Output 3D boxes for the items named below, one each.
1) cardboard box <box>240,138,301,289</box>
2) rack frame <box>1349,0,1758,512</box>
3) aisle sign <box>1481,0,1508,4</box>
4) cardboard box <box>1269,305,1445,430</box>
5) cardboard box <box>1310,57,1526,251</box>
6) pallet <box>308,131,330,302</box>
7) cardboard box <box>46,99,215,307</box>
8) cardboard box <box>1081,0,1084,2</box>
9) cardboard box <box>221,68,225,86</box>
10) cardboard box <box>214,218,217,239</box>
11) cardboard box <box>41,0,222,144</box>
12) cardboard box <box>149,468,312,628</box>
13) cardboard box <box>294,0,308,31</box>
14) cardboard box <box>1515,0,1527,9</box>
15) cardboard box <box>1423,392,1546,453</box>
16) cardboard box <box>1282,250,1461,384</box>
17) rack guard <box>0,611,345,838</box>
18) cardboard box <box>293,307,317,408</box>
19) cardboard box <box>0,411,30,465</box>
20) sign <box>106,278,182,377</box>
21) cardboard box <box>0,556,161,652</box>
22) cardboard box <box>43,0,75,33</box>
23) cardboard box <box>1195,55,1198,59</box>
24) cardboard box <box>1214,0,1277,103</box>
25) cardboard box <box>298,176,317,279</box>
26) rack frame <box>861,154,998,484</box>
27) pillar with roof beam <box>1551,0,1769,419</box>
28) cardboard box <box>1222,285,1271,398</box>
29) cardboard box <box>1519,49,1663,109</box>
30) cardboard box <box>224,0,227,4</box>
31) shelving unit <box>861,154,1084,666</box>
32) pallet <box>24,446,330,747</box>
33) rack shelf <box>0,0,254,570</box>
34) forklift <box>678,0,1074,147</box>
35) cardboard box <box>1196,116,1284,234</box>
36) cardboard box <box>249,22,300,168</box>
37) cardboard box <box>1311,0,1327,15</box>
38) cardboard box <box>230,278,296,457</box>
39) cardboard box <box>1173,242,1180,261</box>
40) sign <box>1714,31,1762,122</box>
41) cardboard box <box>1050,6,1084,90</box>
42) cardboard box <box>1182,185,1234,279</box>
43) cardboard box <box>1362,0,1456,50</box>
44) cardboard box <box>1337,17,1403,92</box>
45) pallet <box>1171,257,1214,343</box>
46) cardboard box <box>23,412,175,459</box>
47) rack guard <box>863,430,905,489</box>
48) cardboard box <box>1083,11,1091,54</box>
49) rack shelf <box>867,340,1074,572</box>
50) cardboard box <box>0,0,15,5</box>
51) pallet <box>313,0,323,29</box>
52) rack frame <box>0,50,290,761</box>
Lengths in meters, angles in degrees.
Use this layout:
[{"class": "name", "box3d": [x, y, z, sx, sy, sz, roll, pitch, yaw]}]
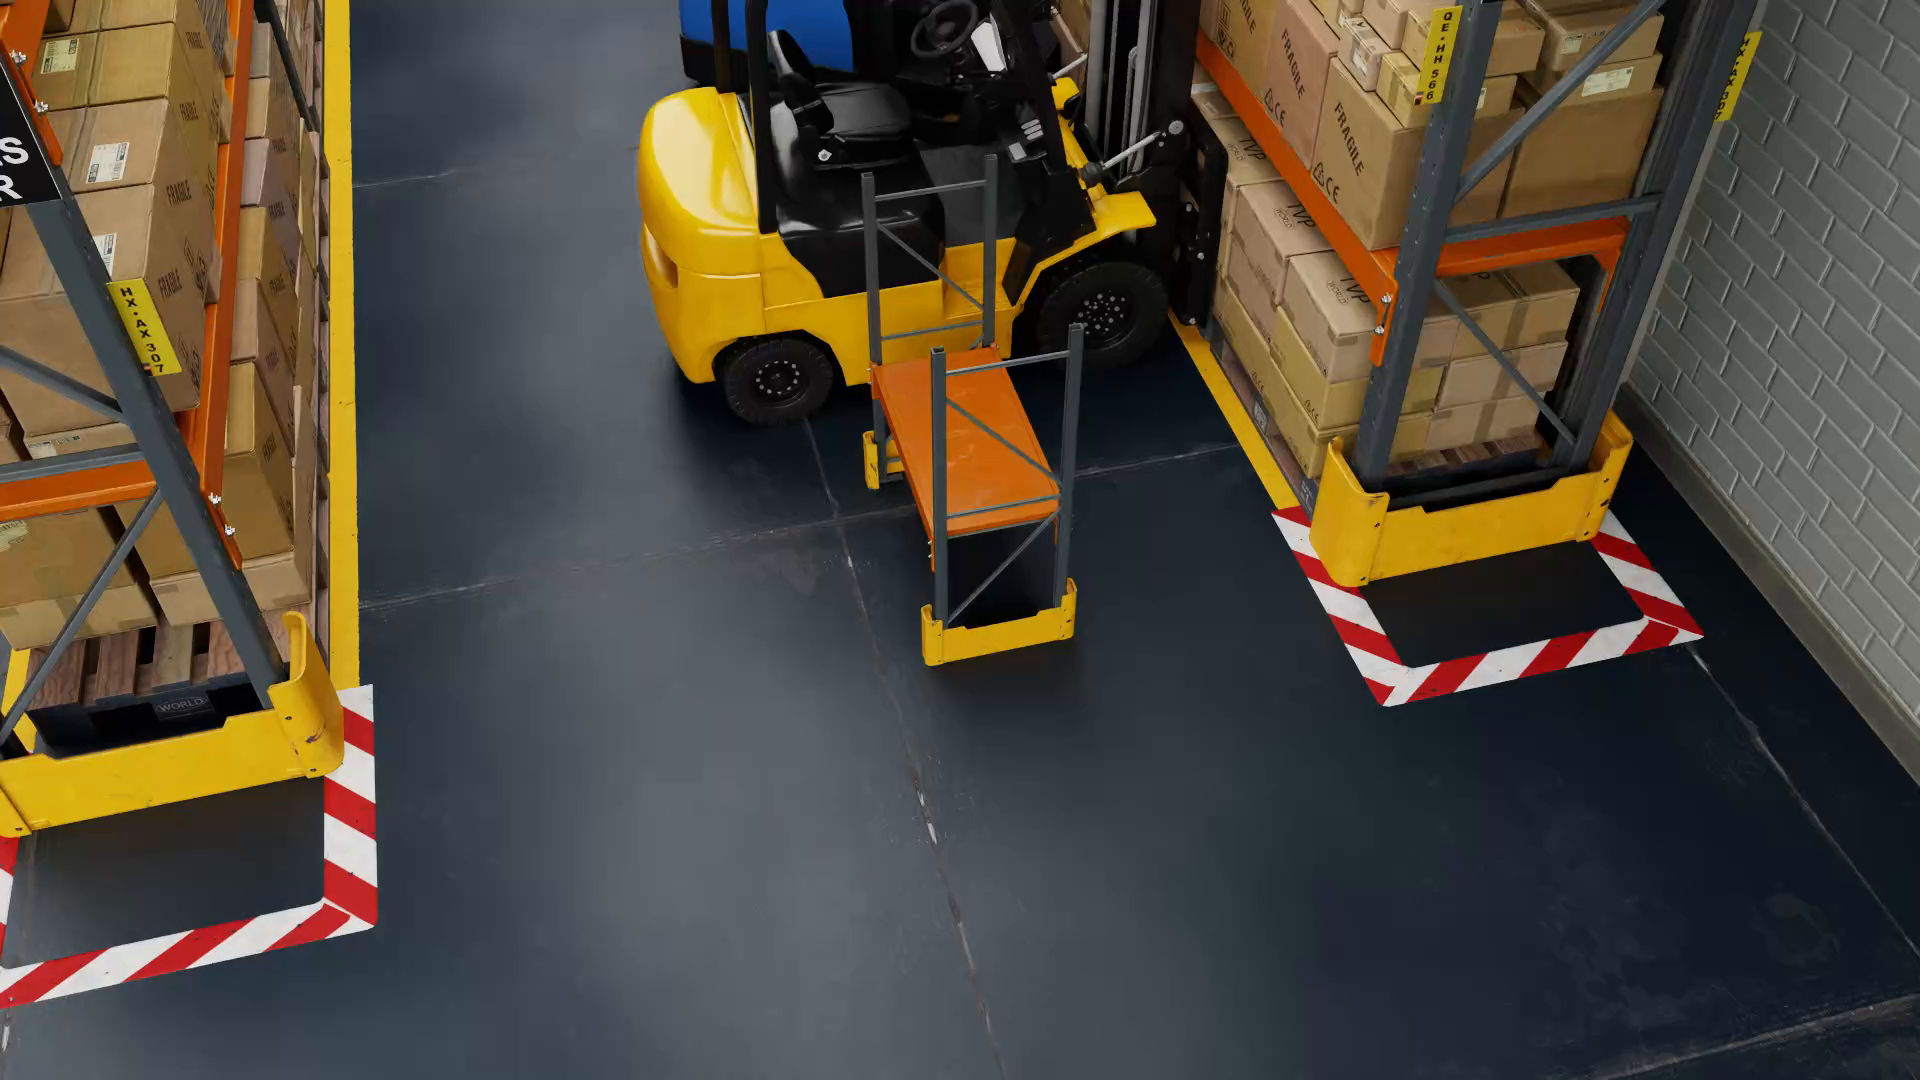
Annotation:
[{"class": "cardboard box", "box3d": [-3.141, -1.331, 7.060, 0.500, 0.500, 0.500, -8, 46, -8]}, {"class": "rack frame", "box3d": [2.006, -1.094, 5.722, 1.000, 3.000, 0.127, -11, 47, -10]}, {"class": "aisle sign", "box3d": [1.739, -1.905, 4.697, 0.394, 0.787, 0.004, -11, 47, -10]}, {"class": "cardboard box", "box3d": [1.579, -0.733, 6.649, 0.500, 0.250, 0.500, -11, 47, -11]}, {"class": "cardboard box", "box3d": [1.626, -1.421, 5.972, 0.500, 0.500, 0.500, -12, 47, -11]}, {"class": "pallet", "box3d": [-3.609, -1.513, 8.085, 1.003, 0.211, 1.213, -11, 47, -10]}, {"class": "cardboard box", "box3d": [-2.780, -1.058, 5.408, 0.500, 0.500, 0.500, -9, 46, -9]}, {"class": "cardboard box", "box3d": [0.803, -2.999, 8.520, 0.500, 0.250, 0.500, -11, 47, -11]}, {"class": "cardboard box", "box3d": [-3.138, -1.809, 6.598, 0.380, 0.149, 0.250, -11, 47, -11]}, {"class": "cardboard box", "box3d": [-2.865, -1.094, 5.898, 0.380, 0.149, 0.250, -10, 46, -9]}, {"class": "cardboard box", "box3d": [-3.050, -1.759, 6.096, 0.500, 0.500, 0.500, -12, 47, -11]}, {"class": "cardboard box", "box3d": [-2.730, 0.024, 6.258, 0.500, 0.250, 0.500, -11, 47, -11]}, {"class": "cardboard box", "box3d": [-4.139, -3.030, 9.166, 0.950, 0.372, 0.625, -8, 46, -8]}, {"class": "cardboard box", "box3d": [2.119, -1.926, 5.805, 0.380, 0.149, 0.250, -9, 46, -9]}, {"class": "cardboard box", "box3d": [2.070, -0.654, 6.922, 0.500, 0.250, 0.500, -11, 47, -10]}, {"class": "cardboard box", "box3d": [1.587, -0.890, 6.453, 0.500, 0.250, 0.500, -9, 46, -9]}, {"class": "rack guard", "box3d": [-2.811, 0.638, 5.774, 1.175, 0.500, 0.348, -11, 47, -10]}, {"class": "cardboard box", "box3d": [-3.006, -0.704, 6.971, 0.500, 0.250, 0.500, -8, 46, -8]}, {"class": "cardboard box", "box3d": [-3.094, -0.315, 5.135, 0.380, 0.149, 0.250, -9, 46, -9]}, {"class": "sign", "box3d": [-2.267, -0.587, 4.618, 0.100, 0.325, 0.005, -11, 47, -10]}, {"class": "cardboard box", "box3d": [-3.264, 0.106, 6.177, 0.500, 0.250, 0.500, -11, 47, -11]}, {"class": "cardboard box", "box3d": [-3.479, -2.040, 5.671, 0.700, 0.500, 0.500, -11, 47, -11]}, {"class": "cardboard box", "box3d": [1.062, -2.303, 7.838, 0.500, 0.250, 0.500, -9, 46, -9]}, {"class": "cardboard box", "box3d": [1.371, -2.135, 6.672, 0.500, 0.500, 0.500, -12, 47, -11]}, {"class": "cardboard box", "box3d": [-3.258, -1.406, 7.658, 0.500, 0.250, 0.500, -12, 47, -11]}, {"class": "rack frame", "box3d": [-0.108, -0.817, 6.501, 0.500, 1.500, 0.032, -11, 47, -10]}, {"class": "pillar with roof beam", "box3d": [-1.462, -3.053, 3.441, 9.100, 9.000, 0.400, -11, 47, -10]}, {"class": "cardboard box", "box3d": [1.462, -0.891, 7.154, 0.500, 0.250, 0.500, -11, 47, -10]}, {"class": "cardboard box", "box3d": [2.170, -1.638, 5.731, 0.380, 0.149, 0.250, -12, 47, -11]}, {"class": "cardboard box", "box3d": [-3.322, -2.470, 6.792, 0.500, 0.500, 0.500, -9, 46, -9]}, {"class": "shelving unit", "box3d": [0.020, -0.472, 6.163, 0.587, 1.500, 1.083, -11, 47, -10]}, {"class": "pallet", "box3d": [-2.984, 0.172, 6.434, 1.003, 0.211, 1.213, -11, 47, -10]}, {"class": "rack shelf", "box3d": [-3.303, -1.313, 6.440, 1.077, 0.370, 4.000, -11, 47, -10]}, {"class": "forklift", "box3d": [0.048, -3.484, 8.113, 3.031, 2.935, 1.130, 15, 48, 15]}, {"class": "cardboard box", "box3d": [1.312, -1.588, 7.137, 0.500, 0.250, 0.500, -10, 46, -10]}, {"class": "cardboard box", "box3d": [-3.404, -2.034, 7.749, 0.500, 0.500, 0.500, -11, 47, -11]}, {"class": "cardboard box", "box3d": [1.493, -2.079, 6.163, 0.380, 0.149, 0.250, -11, 47, -11]}, {"class": "cardboard box", "box3d": [-2.875, -0.615, 6.359, 0.500, 0.500, 0.500, -12, 47, -12]}, {"class": "cardboard box", "box3d": [1.188, -1.592, 7.841, 0.500, 0.250, 0.500, -9, 46, -9]}, {"class": "sign", "box3d": [2.544, -1.522, 5.480, 0.100, 0.325, 0.005, -11, 47, -10]}, {"class": "cardboard box", "box3d": [0.786, -2.646, 8.874, 0.500, 0.250, 0.500, -10, 46, -10]}, {"class": "cardboard box", "box3d": [1.309, -1.434, 7.336, 0.500, 0.250, 0.500, -12, 47, -11]}, {"class": "cardboard box", "box3d": [1.618, -1.834, 5.715, 0.380, 0.149, 0.250, -11, 47, -10]}, {"class": "cardboard box", "box3d": [1.553, -1.716, 5.807, 0.380, 0.149, 0.250, -10, 46, -10]}, {"class": "pallet", "box3d": [1.461, -1.479, 8.052, 1.003, 0.211, 1.213, -11, 47, -10]}, {"class": "cardboard box", "box3d": [-2.678, -0.369, 5.187, 0.380, 0.149, 0.250, -11, 47, -10]}, {"class": "rack guard", "box3d": [-0.108, -0.379, 6.946, 0.587, 0.250, 0.087, -11, 47, -10]}, {"class": "cardboard box", "box3d": [0.939, -2.478, 8.359, 0.500, 0.250, 0.500, -11, 47, -11]}, {"class": "rack shelf", "box3d": [0.022, -0.340, 6.285, 0.538, 0.185, 1.000, -11, 47, -10]}, {"class": "cardboard box", "box3d": [-2.562, -1.435, 4.131, 0.380, 0.149, 0.250, -11, 47, -10]}, {"class": "pallet", "box3d": [-4.332, -3.351, 9.886, 1.003, 0.211, 1.213, -11, 47, -10]}, {"class": "rack frame", "box3d": [-2.791, -0.184, 4.830, 1.000, 3.000, 0.127, -11, 47, -10]}]
